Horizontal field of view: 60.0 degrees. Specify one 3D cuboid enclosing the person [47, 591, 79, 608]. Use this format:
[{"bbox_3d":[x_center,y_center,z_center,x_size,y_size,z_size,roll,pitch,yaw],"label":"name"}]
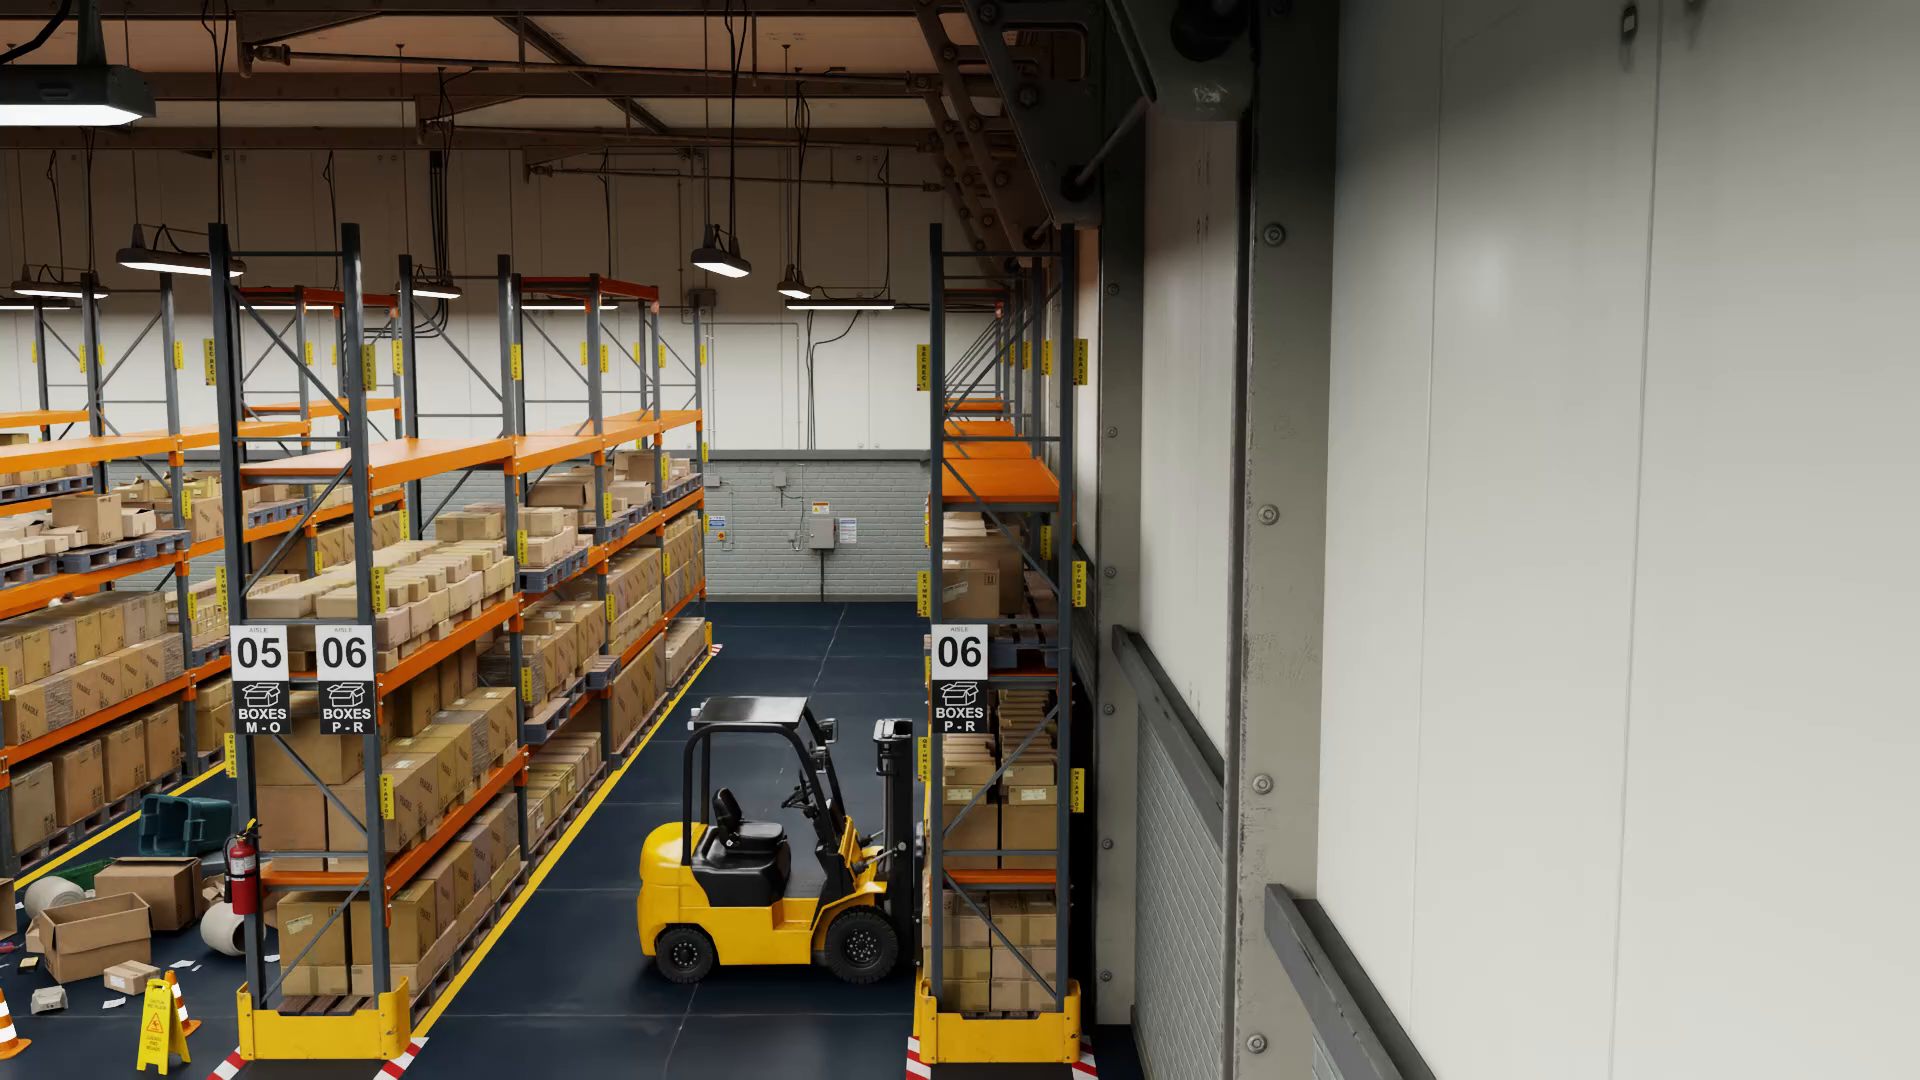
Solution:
[{"bbox_3d":[-13.112,1.446,24.355,0.488,1.740,0.972,0,7,-3],"label":"person"}]
